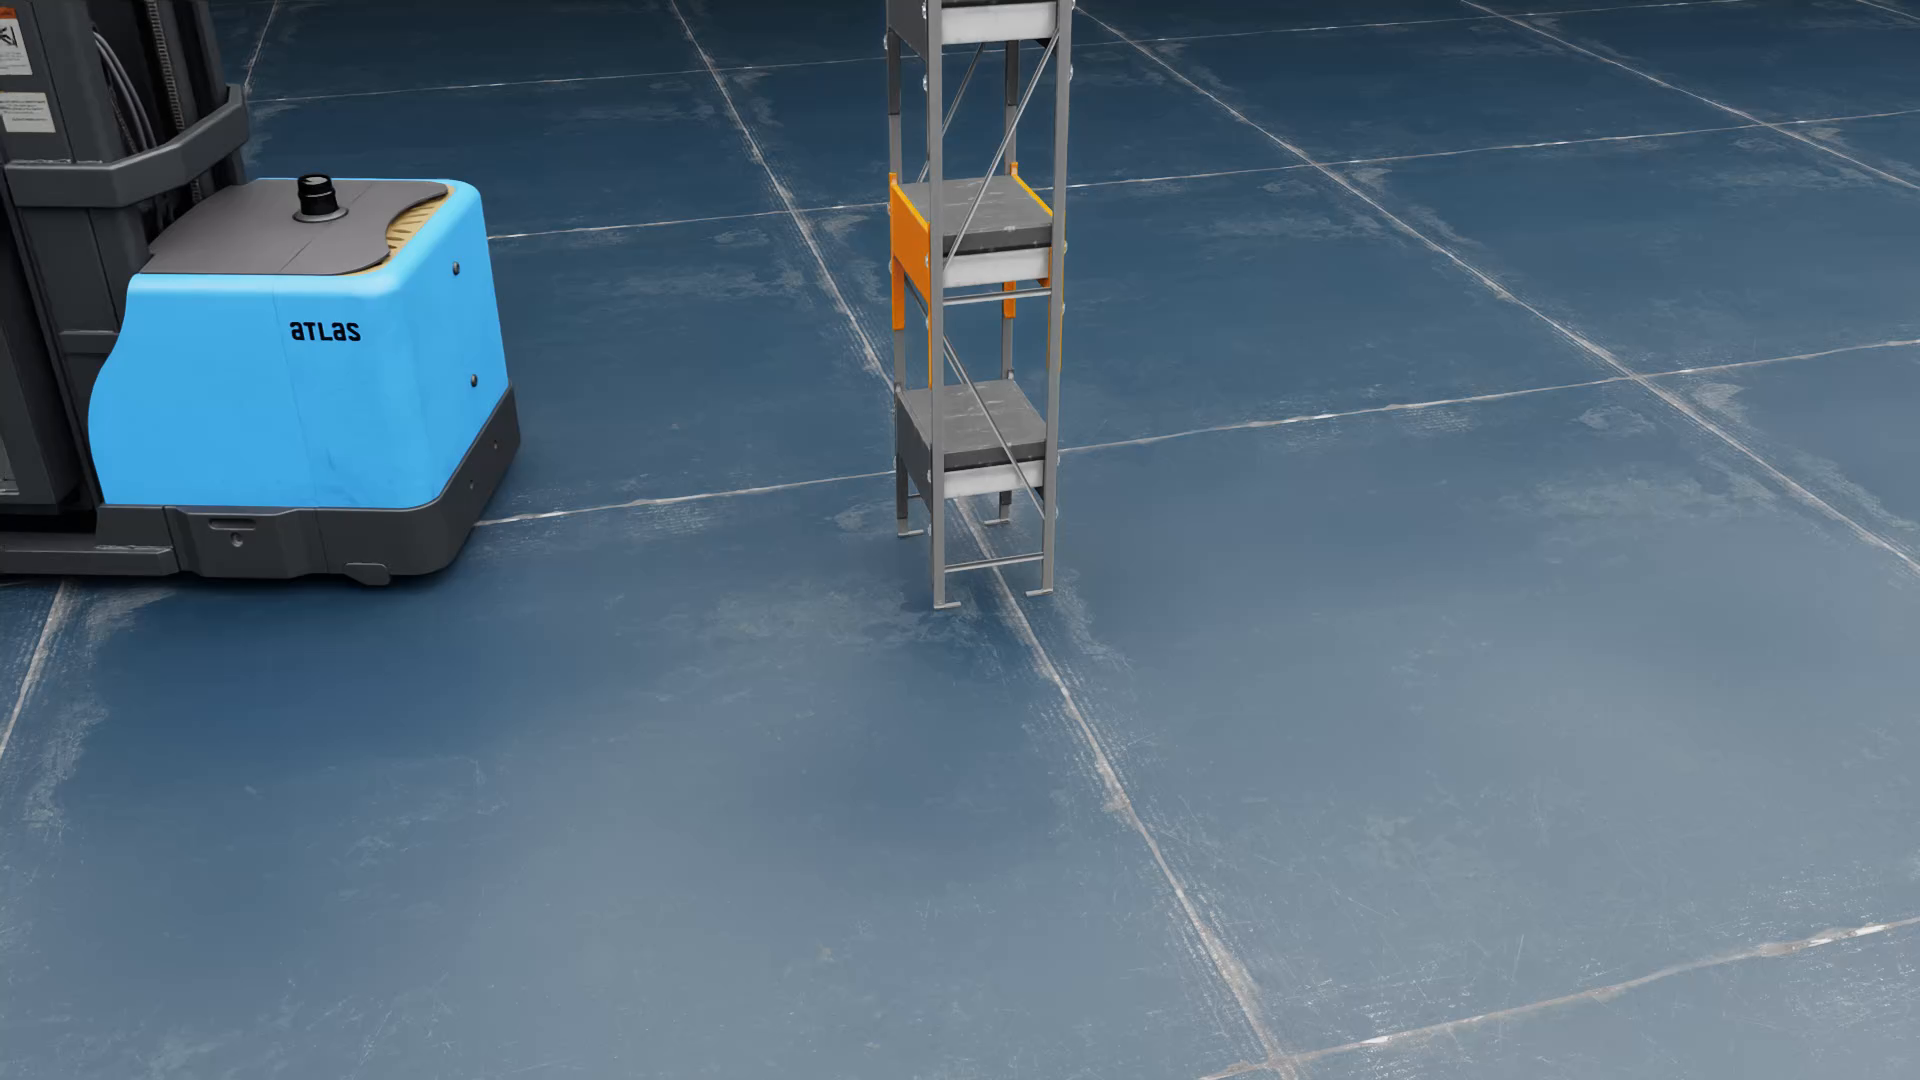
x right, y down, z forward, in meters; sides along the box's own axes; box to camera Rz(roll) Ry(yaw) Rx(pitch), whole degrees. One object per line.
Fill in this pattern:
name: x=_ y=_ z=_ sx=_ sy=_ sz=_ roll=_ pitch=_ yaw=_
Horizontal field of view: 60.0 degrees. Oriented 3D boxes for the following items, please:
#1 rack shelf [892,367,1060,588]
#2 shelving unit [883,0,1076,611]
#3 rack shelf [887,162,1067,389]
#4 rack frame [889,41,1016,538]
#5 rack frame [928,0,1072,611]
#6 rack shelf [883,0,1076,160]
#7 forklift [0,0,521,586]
rack shelf: x=0.044 y=-0.211 z=5.443 sx=0.431 sy=0.518 sz=0.480 roll=-8 pitch=31 yaw=-13
shelving unit: x=0.044 y=-0.829 z=5.086 sx=0.431 sy=2.100 sz=0.503 roll=-8 pitch=31 yaw=-13
rack shelf: x=0.044 y=-0.817 z=5.093 sx=0.431 sy=0.518 sz=0.480 roll=-8 pitch=31 yaw=-13
rack frame: x=-0.021 y=-0.947 z=5.289 sx=0.400 sy=2.100 sz=0.015 roll=-8 pitch=31 yaw=-13
rack frame: x=0.109 y=-0.711 z=4.882 sx=0.400 sy=2.100 sz=0.015 roll=-8 pitch=31 yaw=-13
rack shelf: x=0.044 y=-1.423 z=4.742 sx=0.431 sy=0.518 sz=0.480 roll=-8 pitch=31 yaw=-13
forklift: x=-3.173 y=-1.377 z=5.204 sx=3.031 sy=2.935 sz=1.130 roll=1 pitch=30 yaw=2
